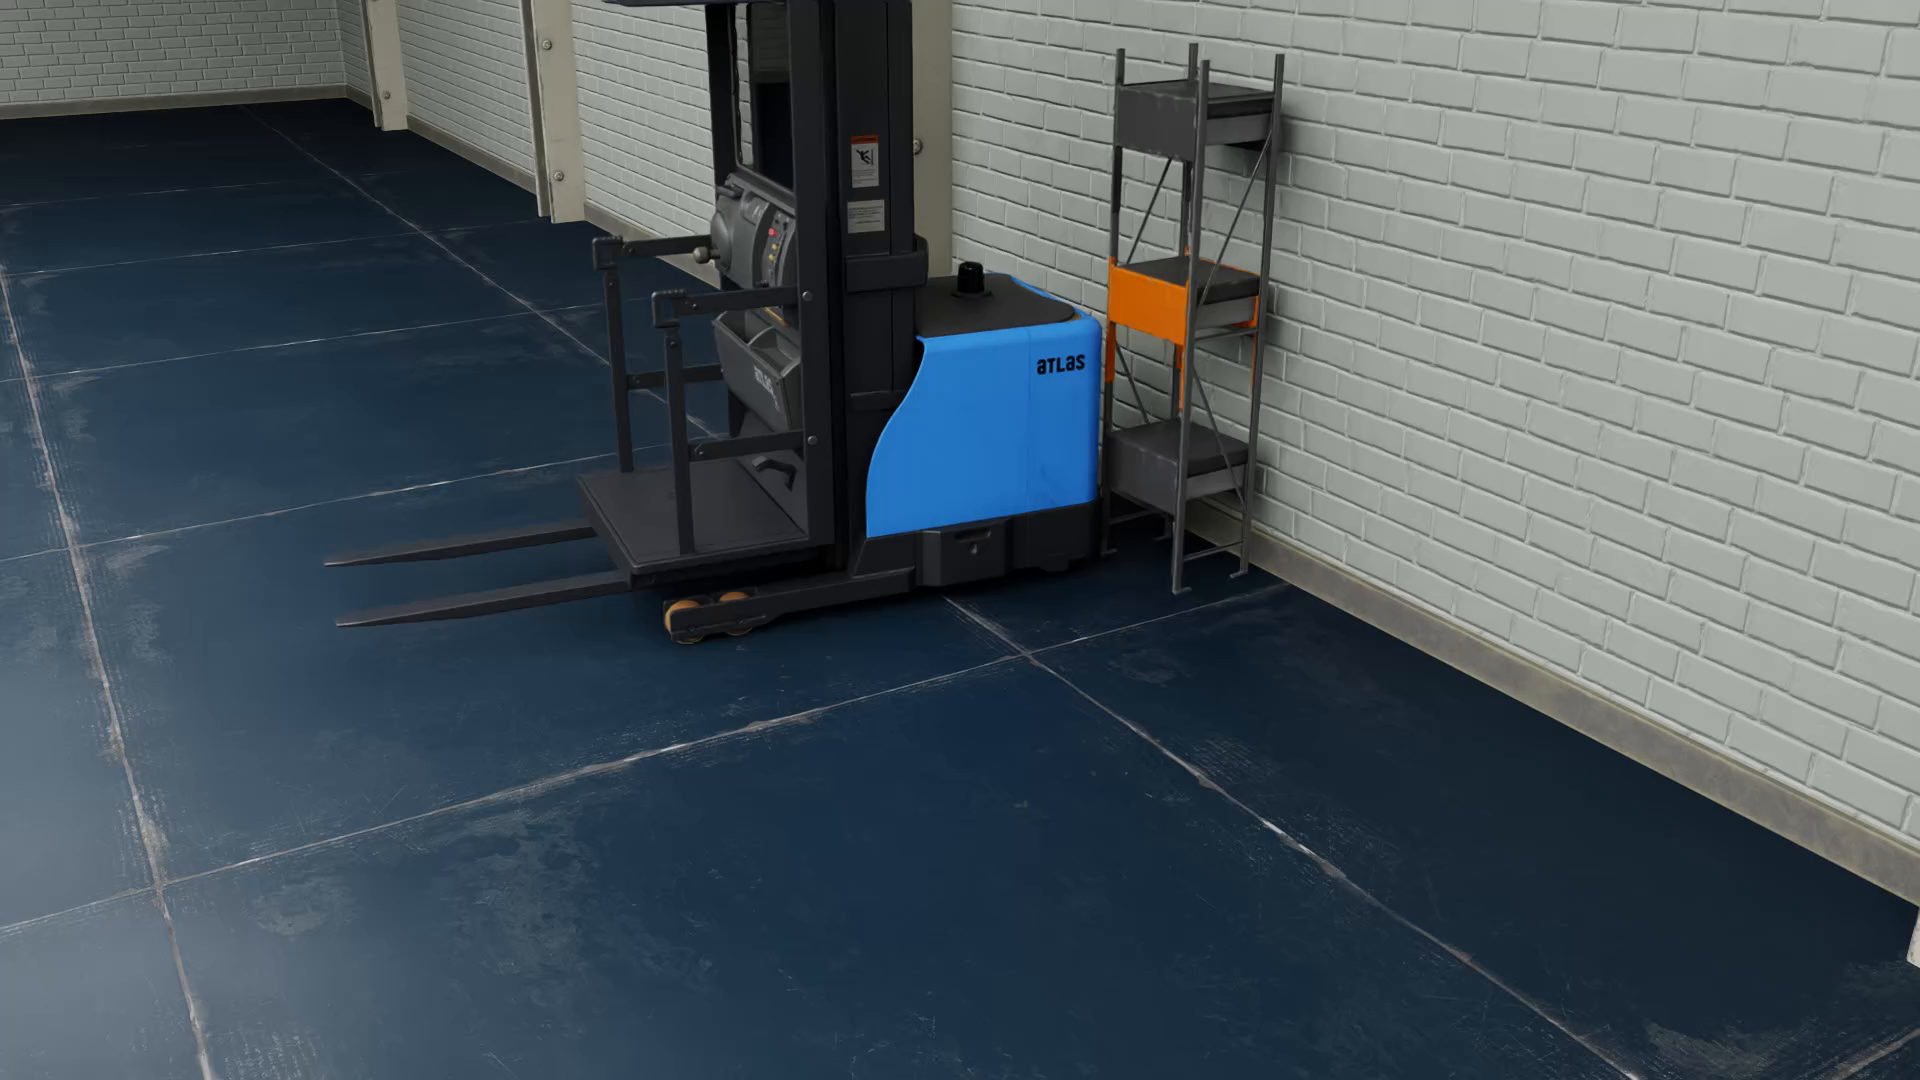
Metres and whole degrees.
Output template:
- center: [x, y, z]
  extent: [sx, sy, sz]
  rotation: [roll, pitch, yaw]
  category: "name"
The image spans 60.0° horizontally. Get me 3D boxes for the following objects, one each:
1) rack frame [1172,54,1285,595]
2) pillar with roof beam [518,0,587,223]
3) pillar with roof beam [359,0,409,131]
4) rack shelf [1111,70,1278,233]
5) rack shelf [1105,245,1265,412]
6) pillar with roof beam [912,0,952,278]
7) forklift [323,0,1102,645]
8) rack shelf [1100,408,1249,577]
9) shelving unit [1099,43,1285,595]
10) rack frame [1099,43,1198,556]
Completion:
- center: [1.035, -0.793, 6.475]
  extent: [0.400, 2.100, 0.015]
  rotation: [-14, 26, -31]
  category: "rack frame"
- center: [-7.033, -6.053, 10.252]
  extent: [9.100, 9.000, 0.400]
  rotation: [-13, 25, -28]
  category: "pillar with roof beam"
- center: [-10.098, -7.995, 15.031]
  extent: [9.100, 9.000, 0.400]
  rotation: [-13, 25, -28]
  category: "pillar with roof beam"
- center: [0.902, -1.506, 6.405]
  extent: [0.431, 0.518, 0.480]
  rotation: [-14, 26, -31]
  category: "rack shelf"
- center: [0.902, -0.858, 6.669]
  extent: [0.431, 0.518, 0.480]
  rotation: [-14, 26, -31]
  category: "rack shelf"
- center: [-3.968, -4.110, 5.474]
  extent: [9.100, 9.000, 0.400]
  rotation: [-13, 25, -28]
  category: "pillar with roof beam"
- center: [-0.980, -1.186, 6.337]
  extent: [3.031, 2.935, 1.130]
  rotation: [-9, 24, -22]
  category: "forklift"
- center: [0.901, -0.209, 6.932]
  extent: [0.431, 0.518, 0.480]
  rotation: [-14, 26, -31]
  category: "rack shelf"
- center: [0.902, -0.870, 6.664]
  extent: [0.431, 2.100, 0.503]
  rotation: [-14, 26, -31]
  category: "shelving unit"
- center: [0.768, -0.947, 6.853]
  extent: [0.400, 2.100, 0.015]
  rotation: [-14, 26, -31]
  category: "rack frame"
